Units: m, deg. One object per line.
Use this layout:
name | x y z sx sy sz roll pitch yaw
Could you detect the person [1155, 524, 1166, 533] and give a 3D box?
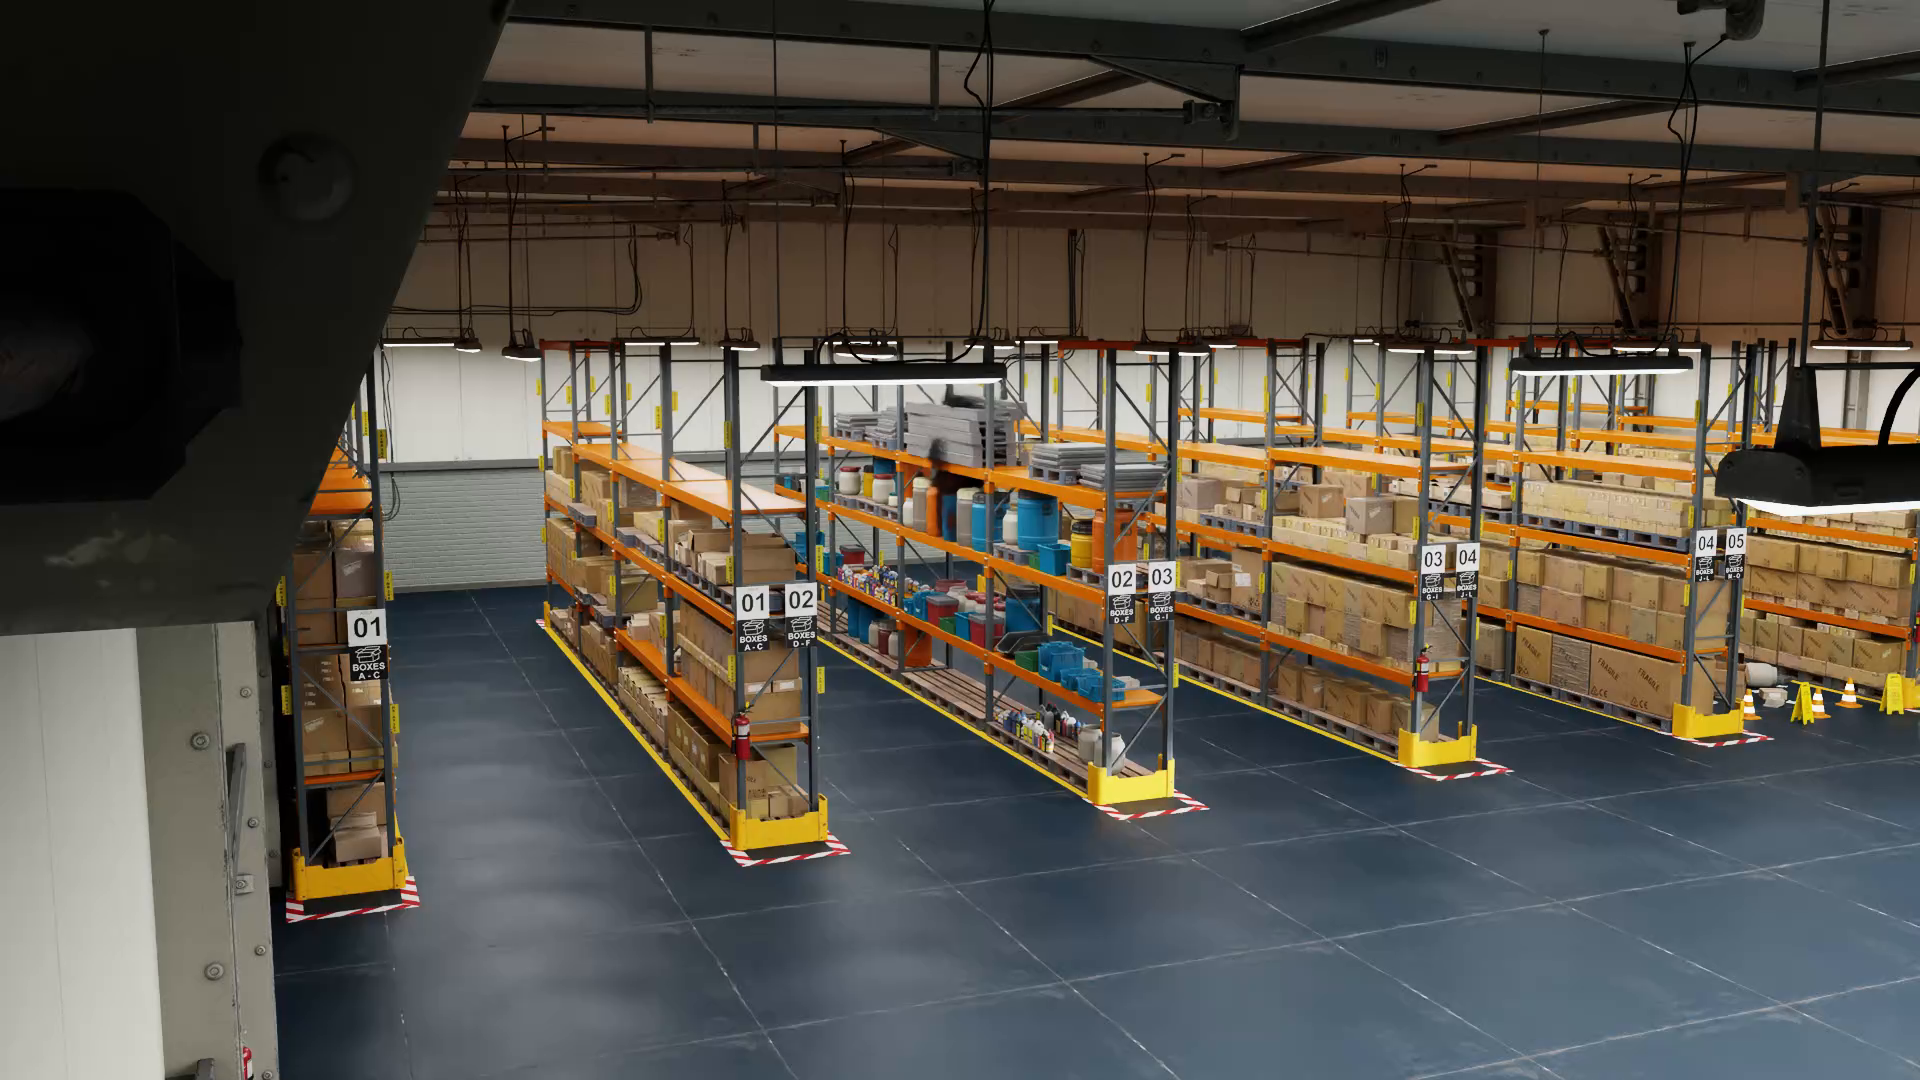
person | 4.800 0.119 41.200 0.597 1.722 0.675 -6 9 -37
